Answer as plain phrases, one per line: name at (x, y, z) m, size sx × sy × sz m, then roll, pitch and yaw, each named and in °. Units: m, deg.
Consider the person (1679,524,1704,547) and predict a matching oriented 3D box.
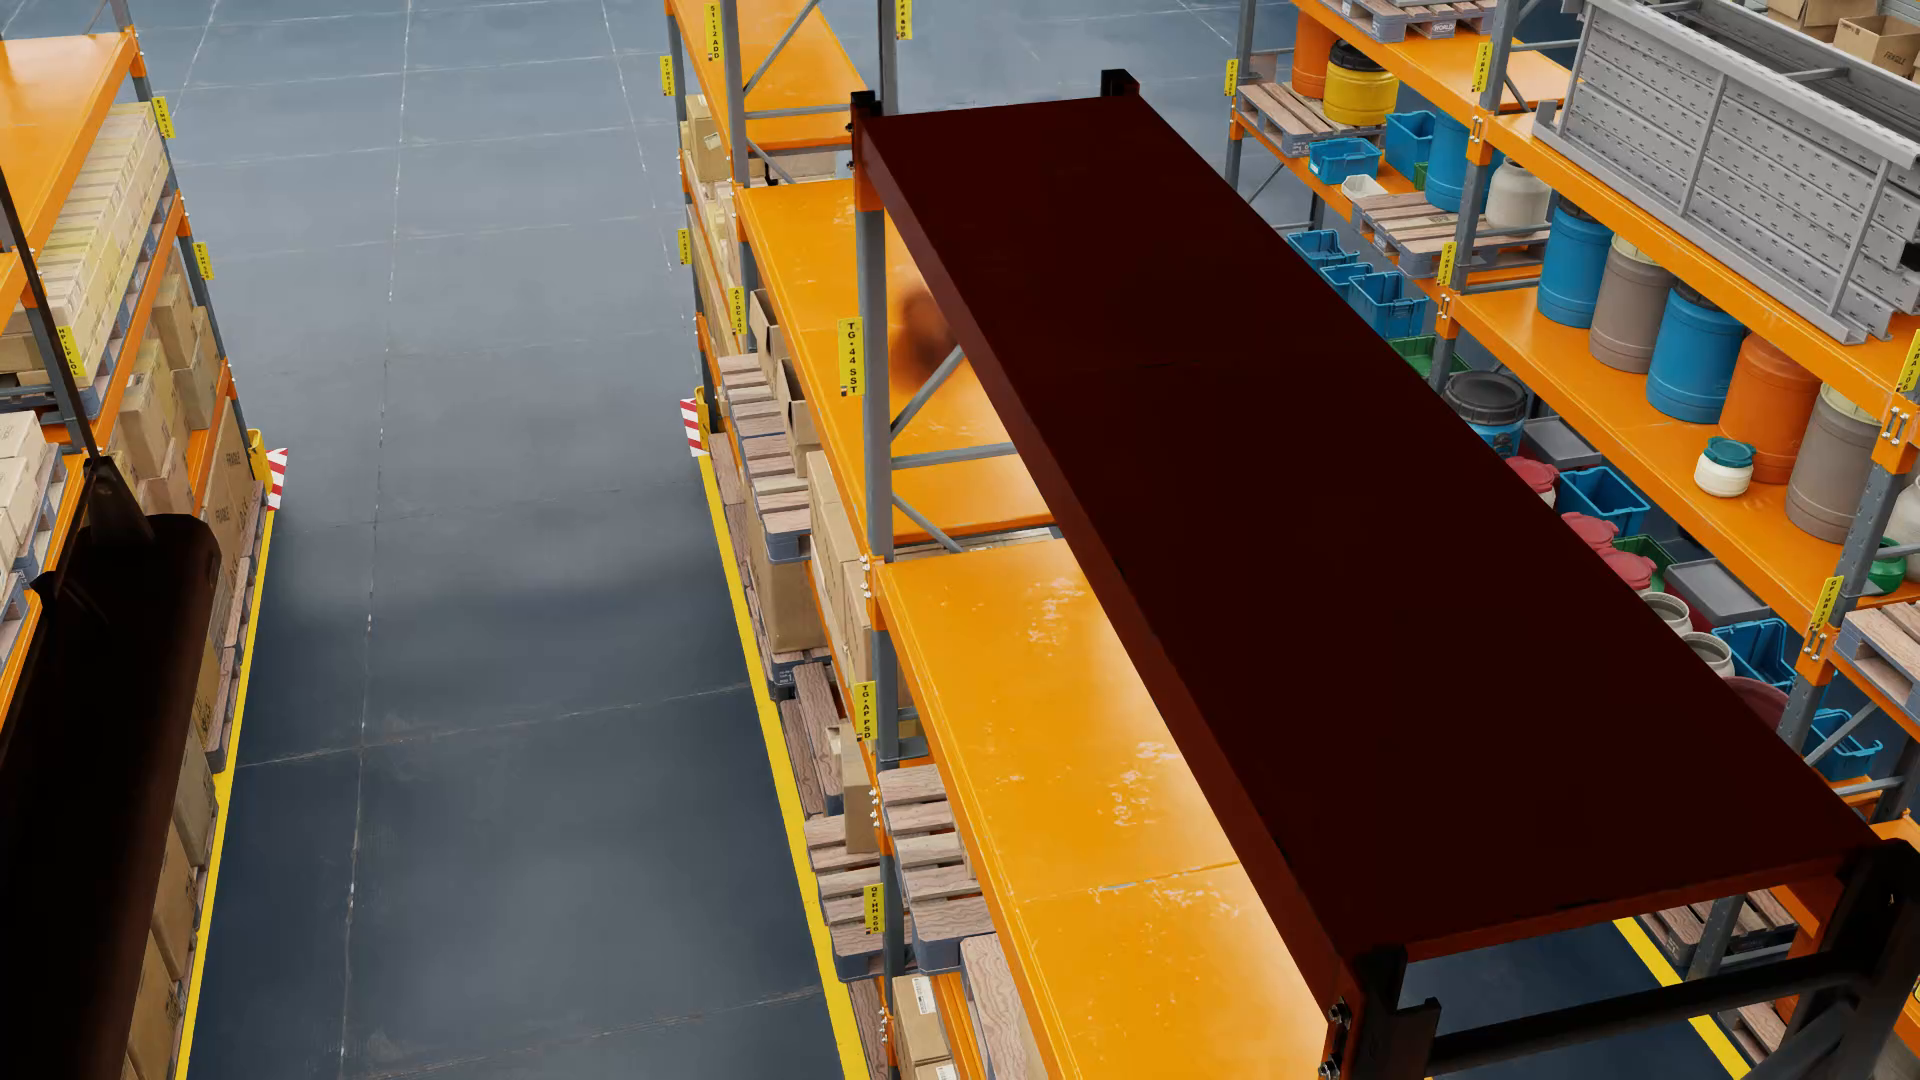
person at (6.260, -0.607, 13.493) m, size 0.700 × 1.681 × 0.685 m, roll -13°, pitch 36°, yaw -18°
